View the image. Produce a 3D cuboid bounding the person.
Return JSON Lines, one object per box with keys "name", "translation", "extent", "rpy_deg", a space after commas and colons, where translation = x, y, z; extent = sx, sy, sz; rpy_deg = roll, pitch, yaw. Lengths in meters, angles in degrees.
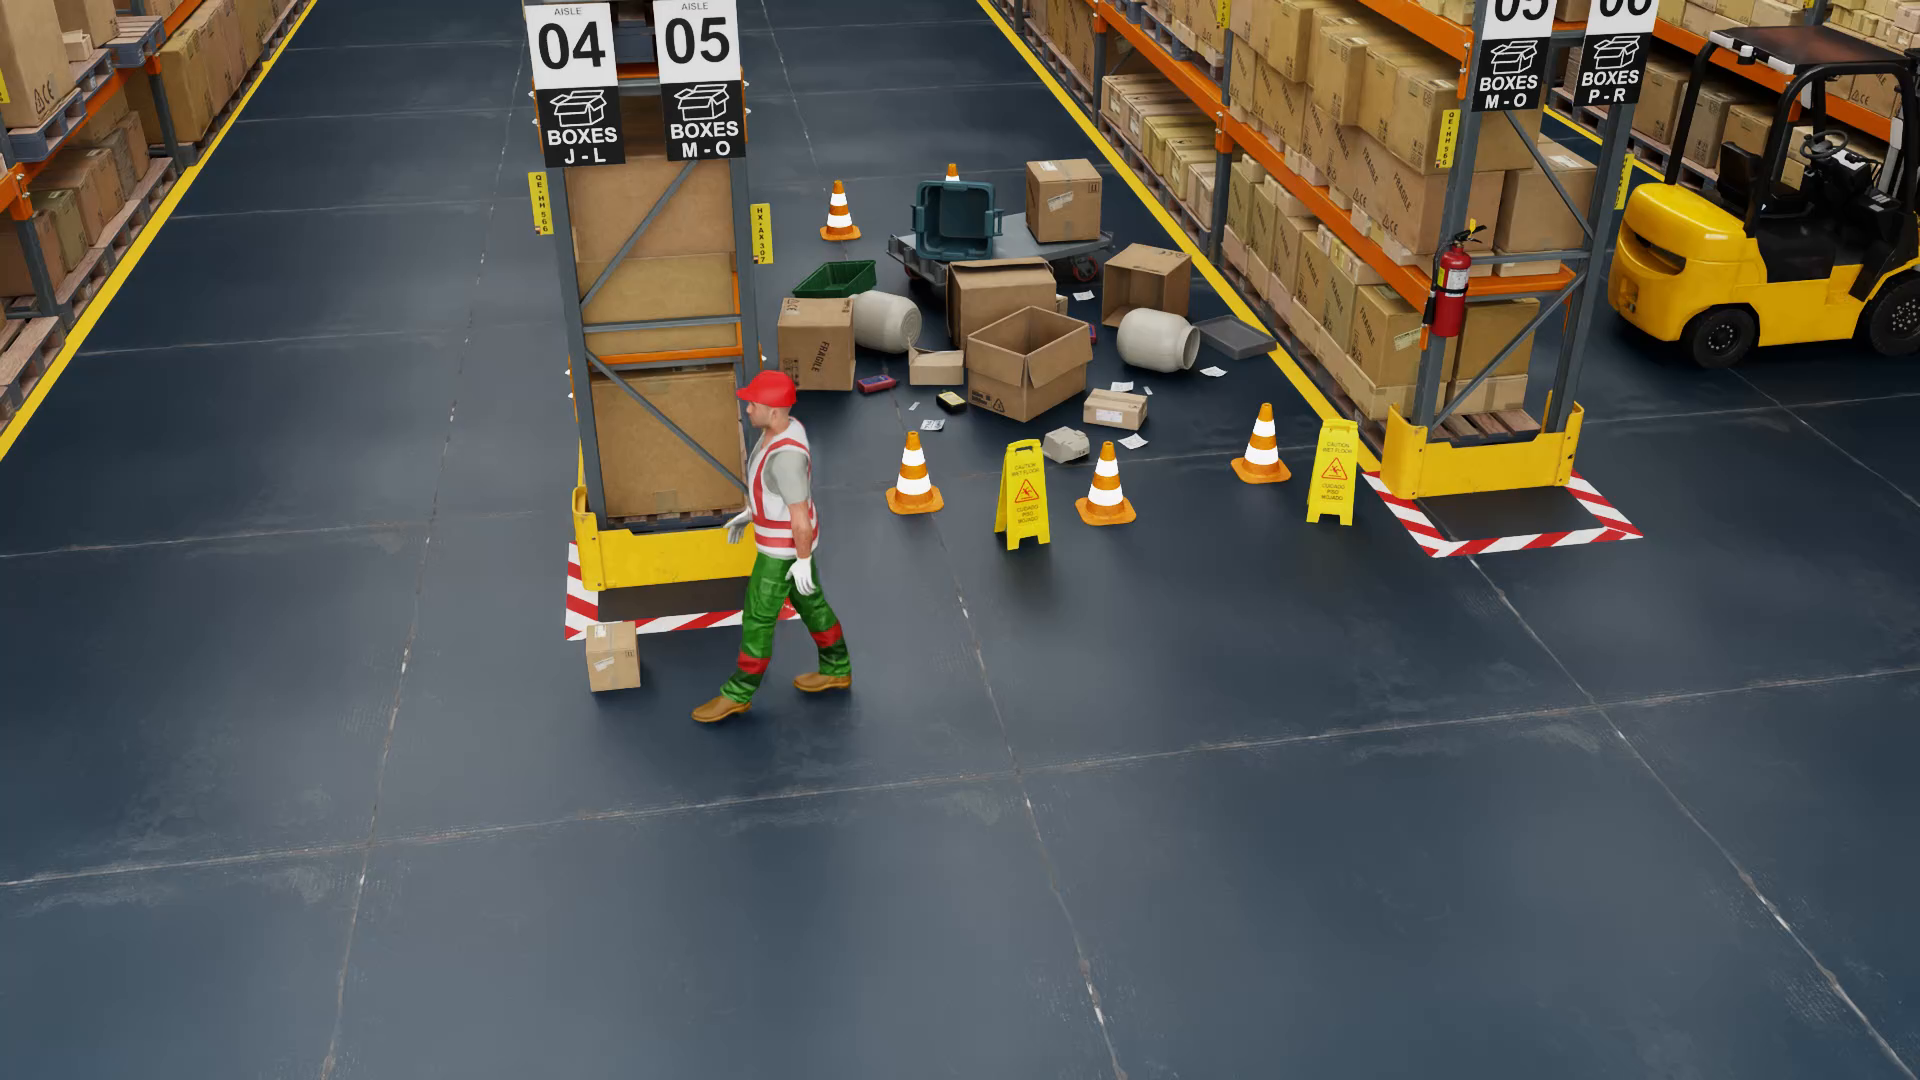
{"name": "person", "translation": [-0.953, 0.005, 8.076], "extent": [0.808, 1.756, 0.578], "rpy_deg": [-2, 30, -4]}
